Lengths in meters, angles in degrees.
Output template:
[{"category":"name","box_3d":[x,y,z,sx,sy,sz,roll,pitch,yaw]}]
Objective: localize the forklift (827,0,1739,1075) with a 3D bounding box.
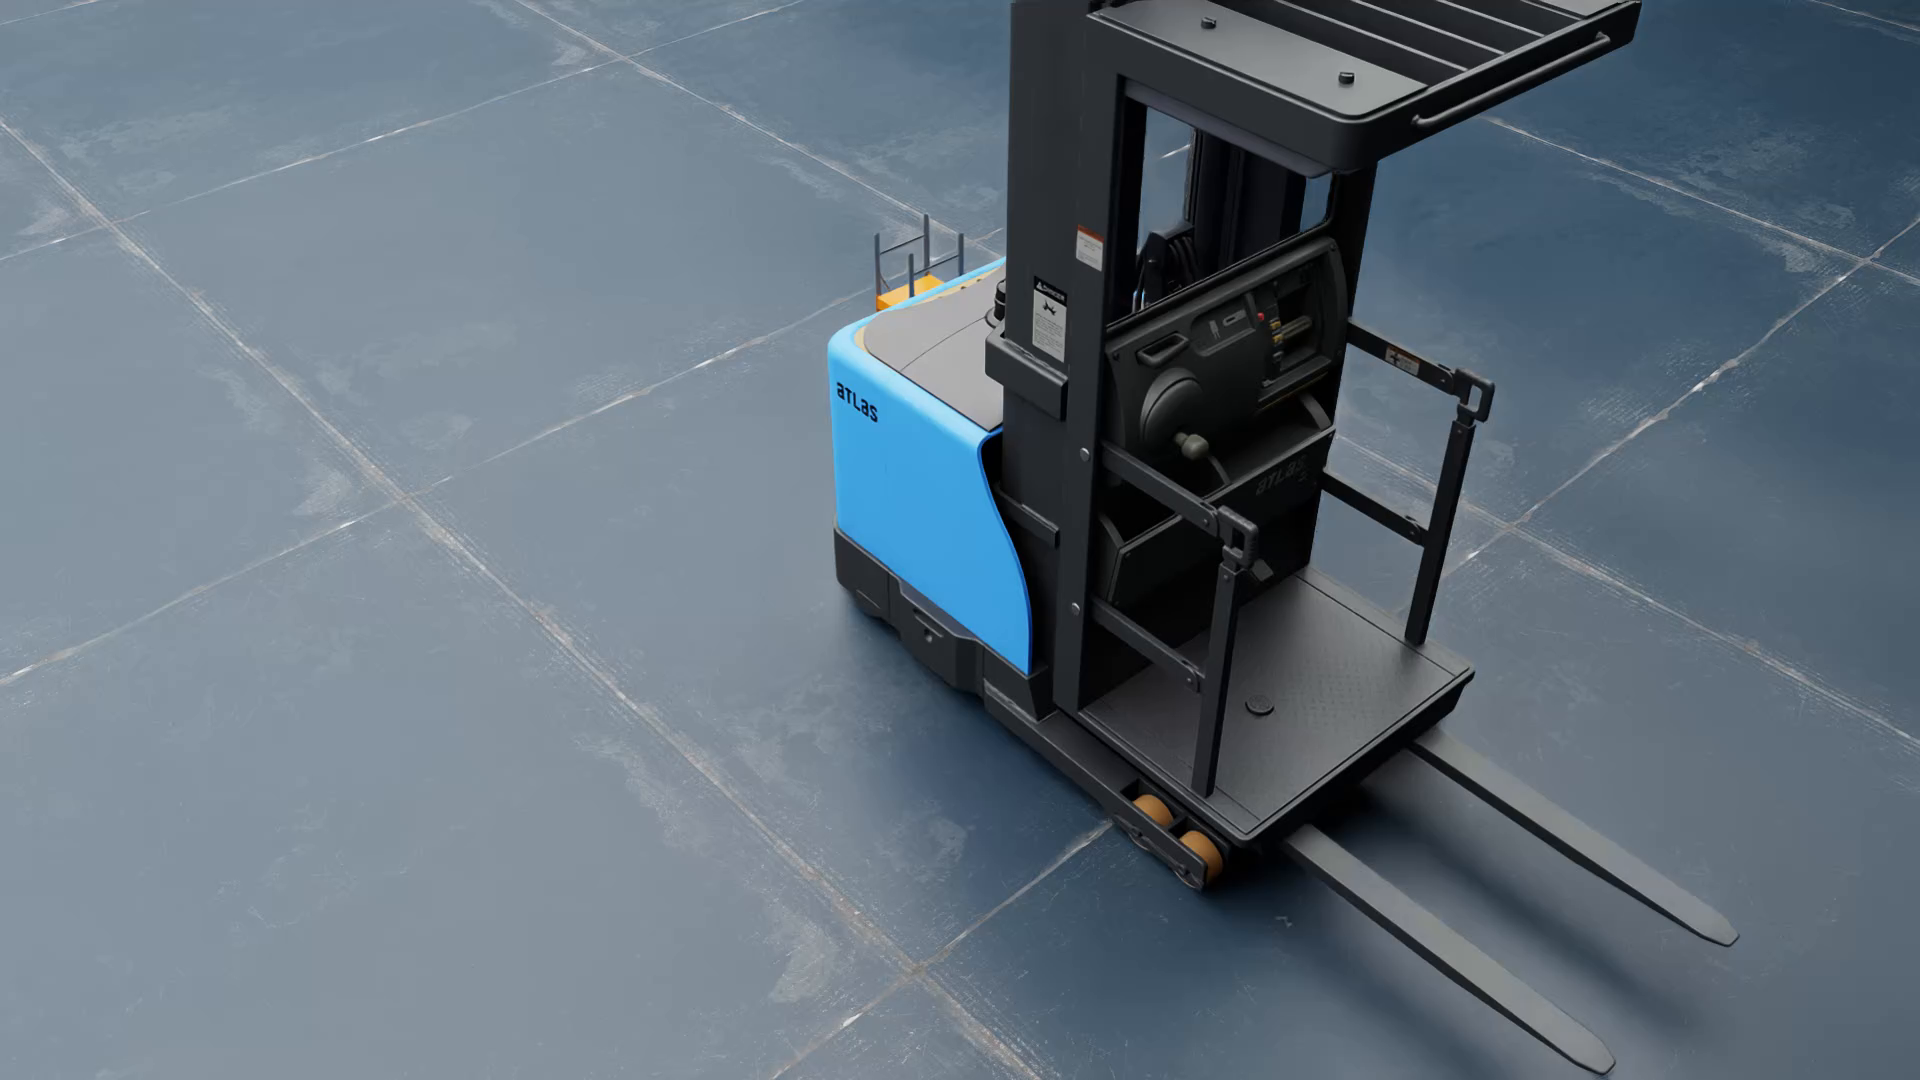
[{"category":"forklift","box_3d":[0.896,-0.467,4.495,1.130,2.935,3.031,-28,47,-31]}]

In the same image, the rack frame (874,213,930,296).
[{"category":"rack frame","box_3d":[-0.199,-0.613,6.054,0.240,1.200,0.006,-28,47,-31]}]

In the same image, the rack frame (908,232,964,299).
[{"category":"rack frame","box_3d":[-0.080,-0.526,5.947,0.240,1.200,0.006,-28,47,-31]}]

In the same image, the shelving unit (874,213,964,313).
[{"category":"shelving unit","box_3d":[-0.140,-0.570,6.001,0.258,1.200,0.189,-28,47,-31]}]

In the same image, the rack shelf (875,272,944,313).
[{"category":"rack shelf","box_3d":[-0.140,-0.815,5.802,0.258,0.103,0.180,-28,47,-31]}]
